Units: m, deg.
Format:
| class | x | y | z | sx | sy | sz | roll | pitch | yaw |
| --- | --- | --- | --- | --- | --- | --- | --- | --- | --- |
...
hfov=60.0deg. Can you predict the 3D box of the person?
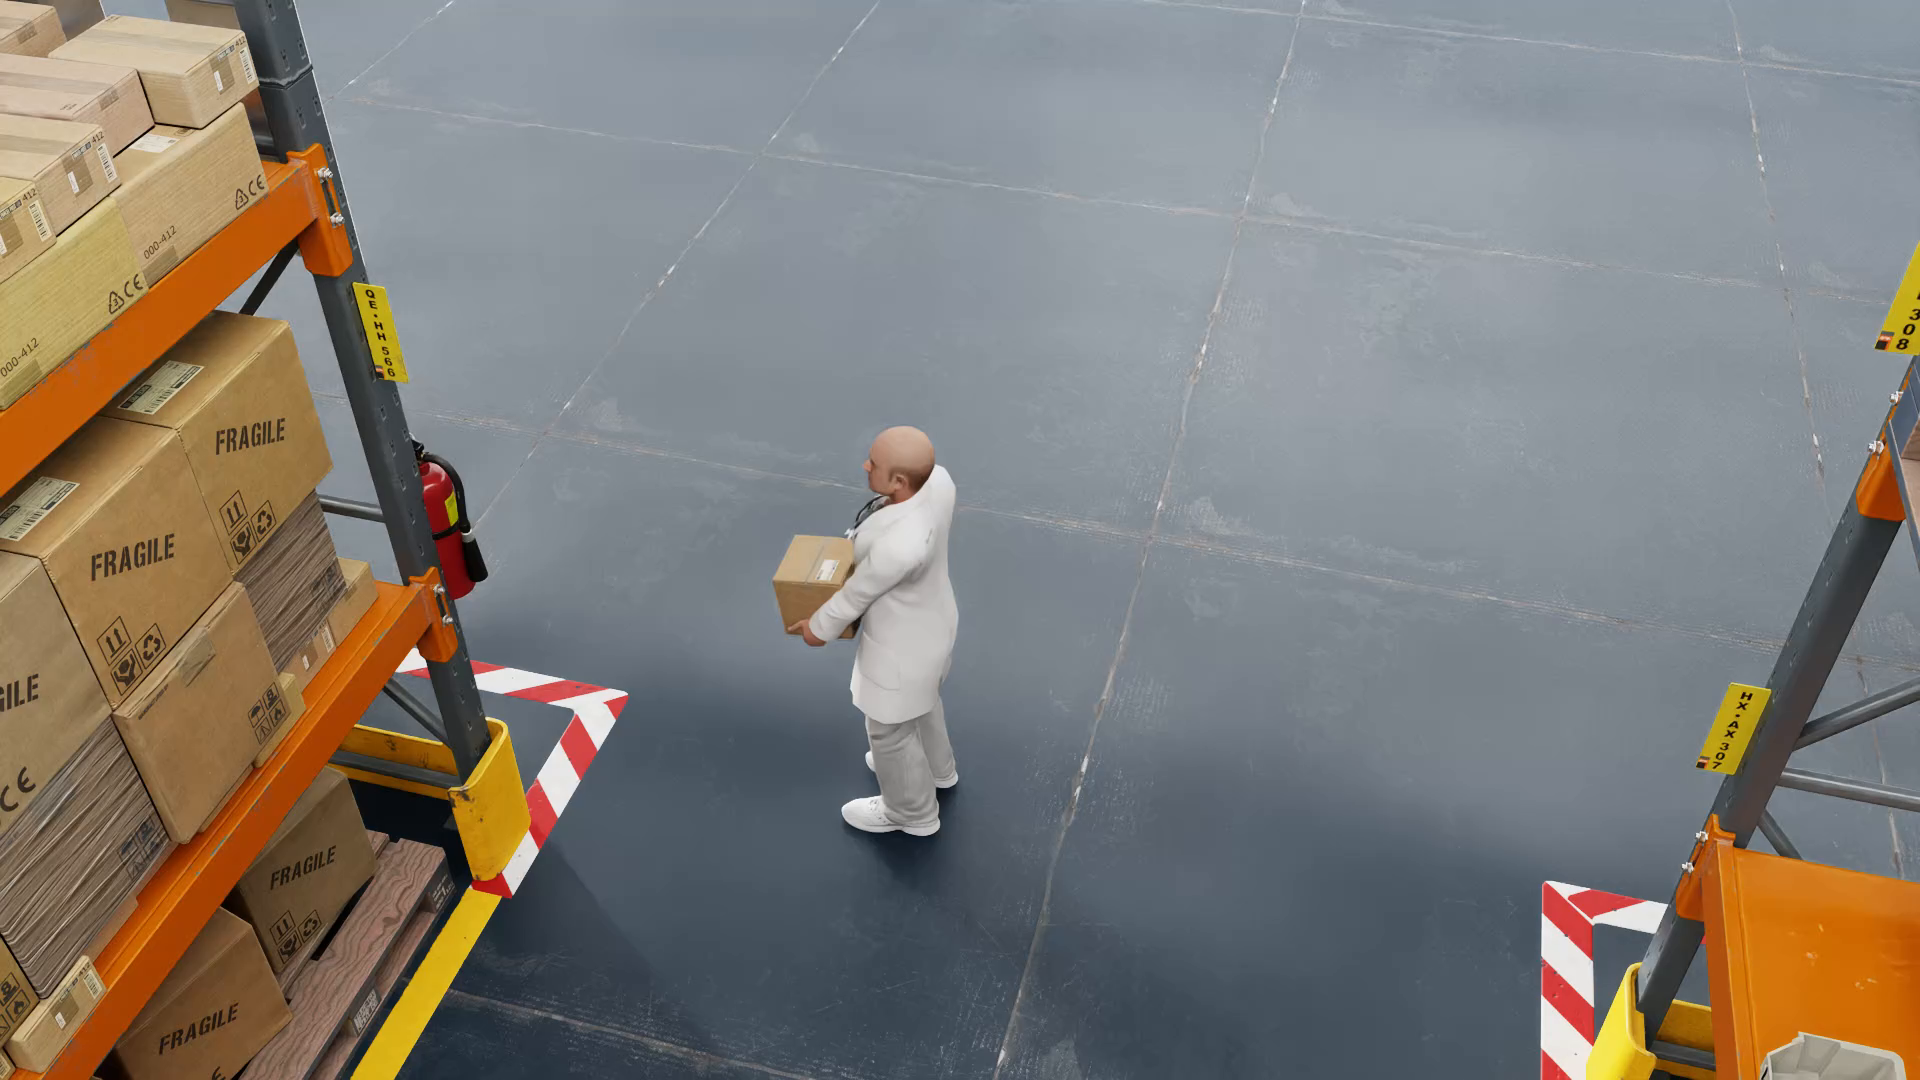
| class | x | y | z | sx | sy | sz | roll | pitch | yaw |
| --- | --- | --- | --- | --- | --- | --- | --- | --- | --- |
| person | -0.293 | 0.307 | 5.812 | 0.552 | 1.780 | 0.527 | 9 | 41 | 11 |
